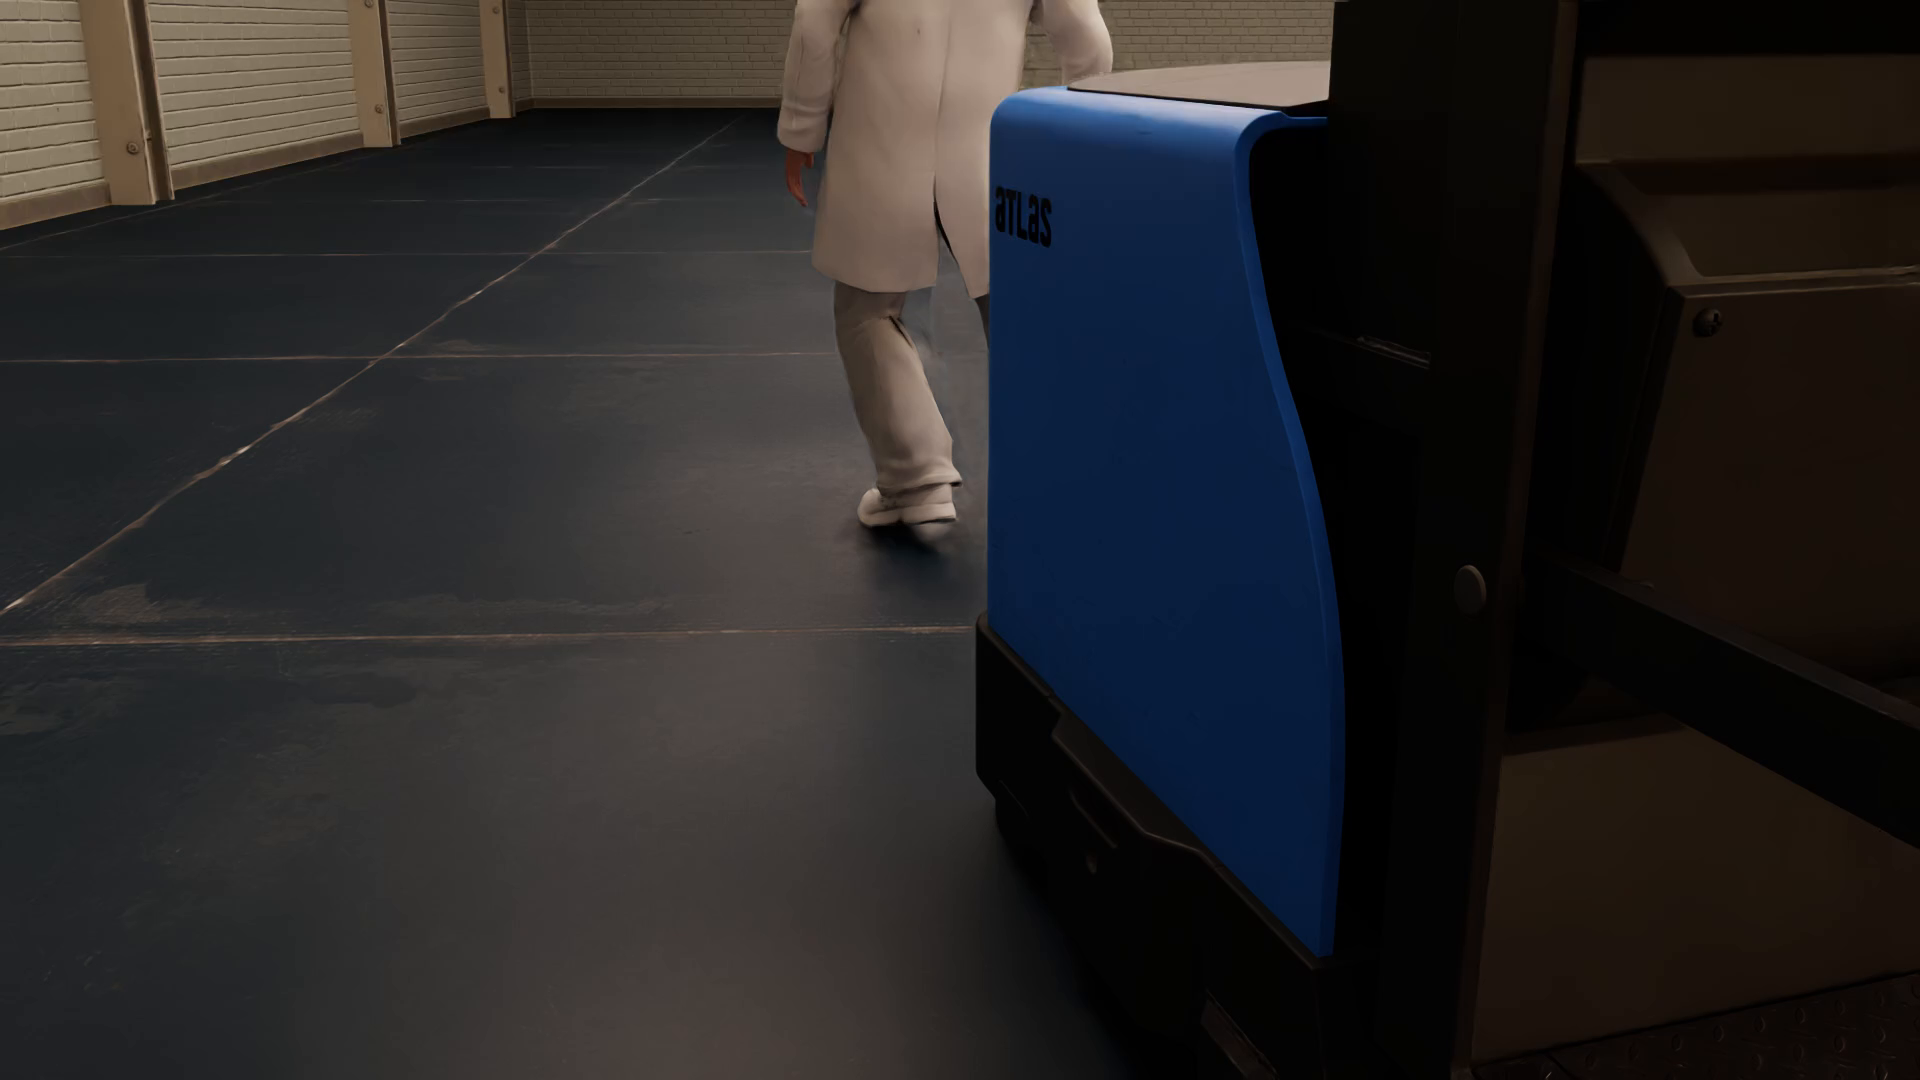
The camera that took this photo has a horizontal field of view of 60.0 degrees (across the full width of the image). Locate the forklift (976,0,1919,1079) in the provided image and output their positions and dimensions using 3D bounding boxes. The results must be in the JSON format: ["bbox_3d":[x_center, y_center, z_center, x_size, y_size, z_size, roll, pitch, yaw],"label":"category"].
[{"bbox_3d":[0.962,-0.629,0.965,1.130,2.935,3.031,-5,18,-17],"label":"forklift"}]

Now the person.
[{"bbox_3d":[-0.023,-0.869,3.827,0.795,1.714,0.567,-3,17,-11],"label":"person"}]
